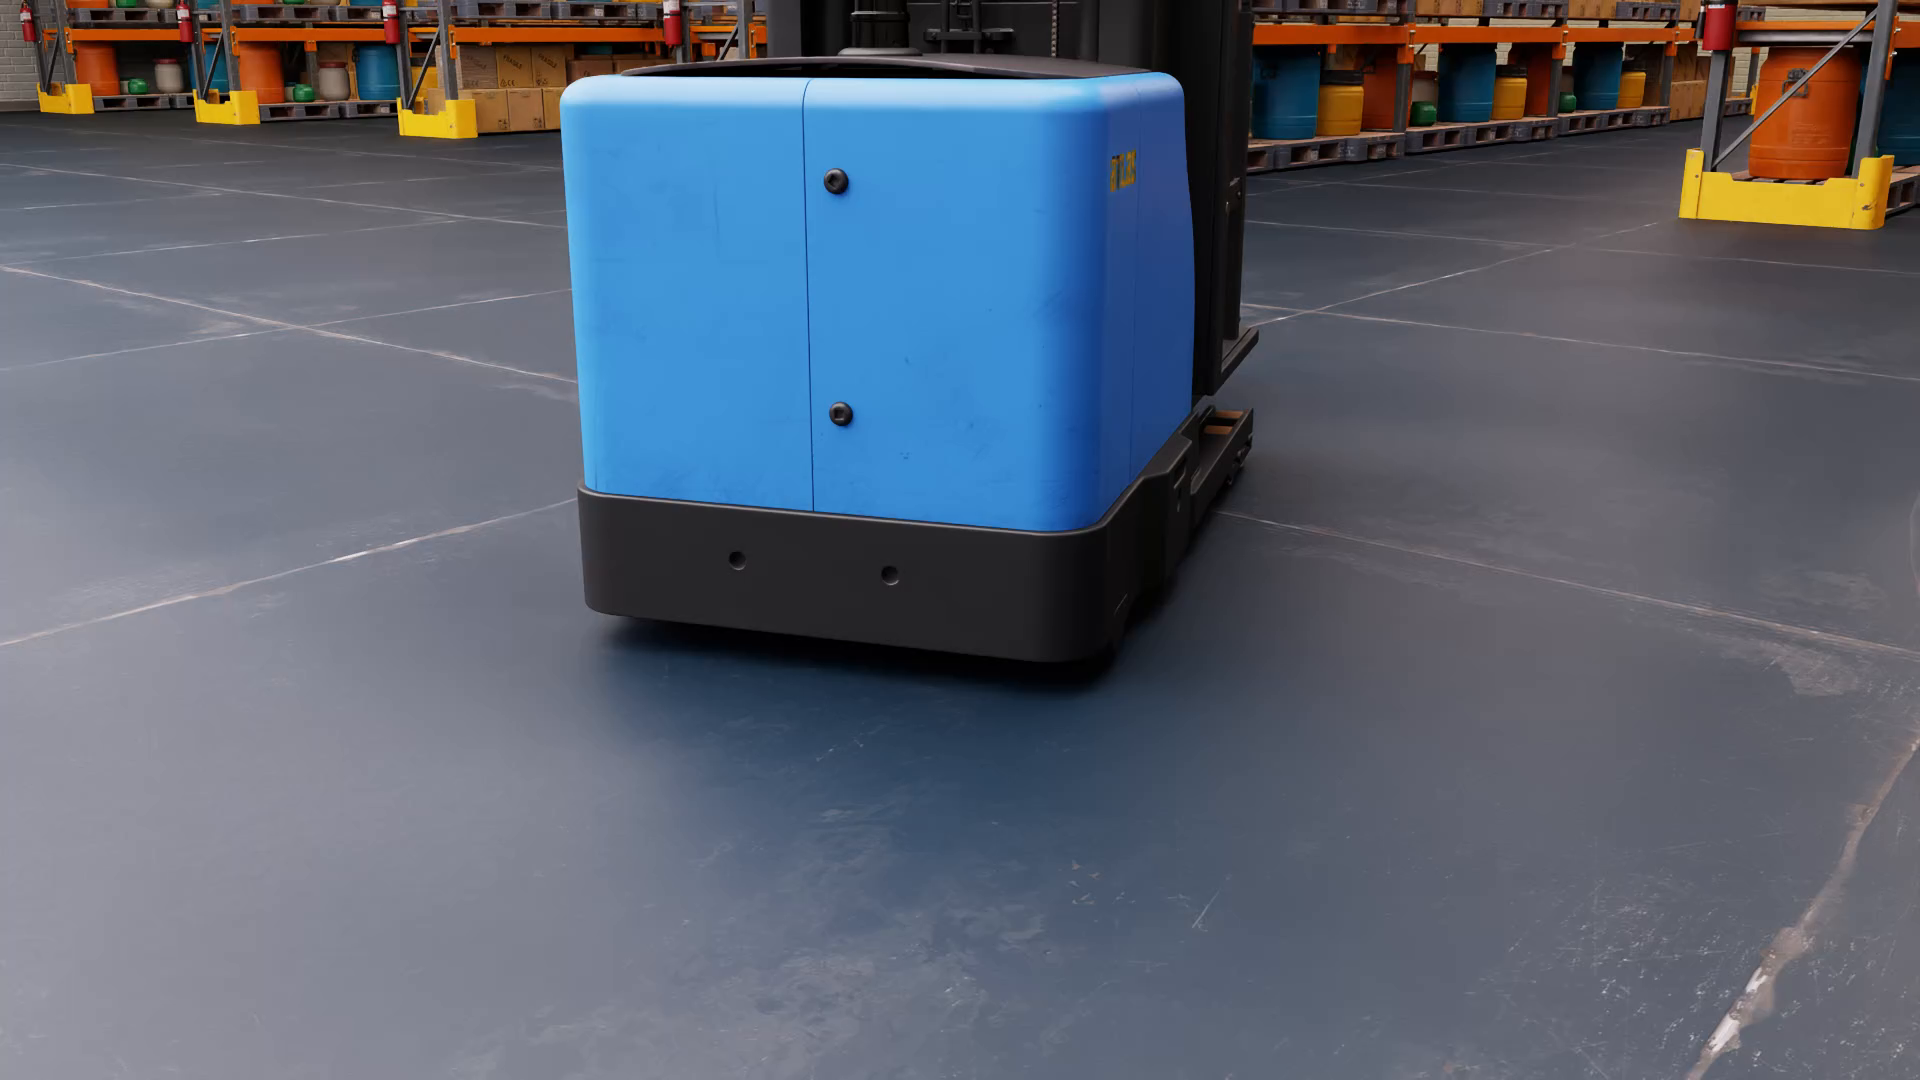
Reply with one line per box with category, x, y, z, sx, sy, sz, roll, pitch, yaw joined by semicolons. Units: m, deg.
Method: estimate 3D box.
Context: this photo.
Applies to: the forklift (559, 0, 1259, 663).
forklift;0.182;-1.571;4.072;1.130;2.935;3.031;5;18;17
